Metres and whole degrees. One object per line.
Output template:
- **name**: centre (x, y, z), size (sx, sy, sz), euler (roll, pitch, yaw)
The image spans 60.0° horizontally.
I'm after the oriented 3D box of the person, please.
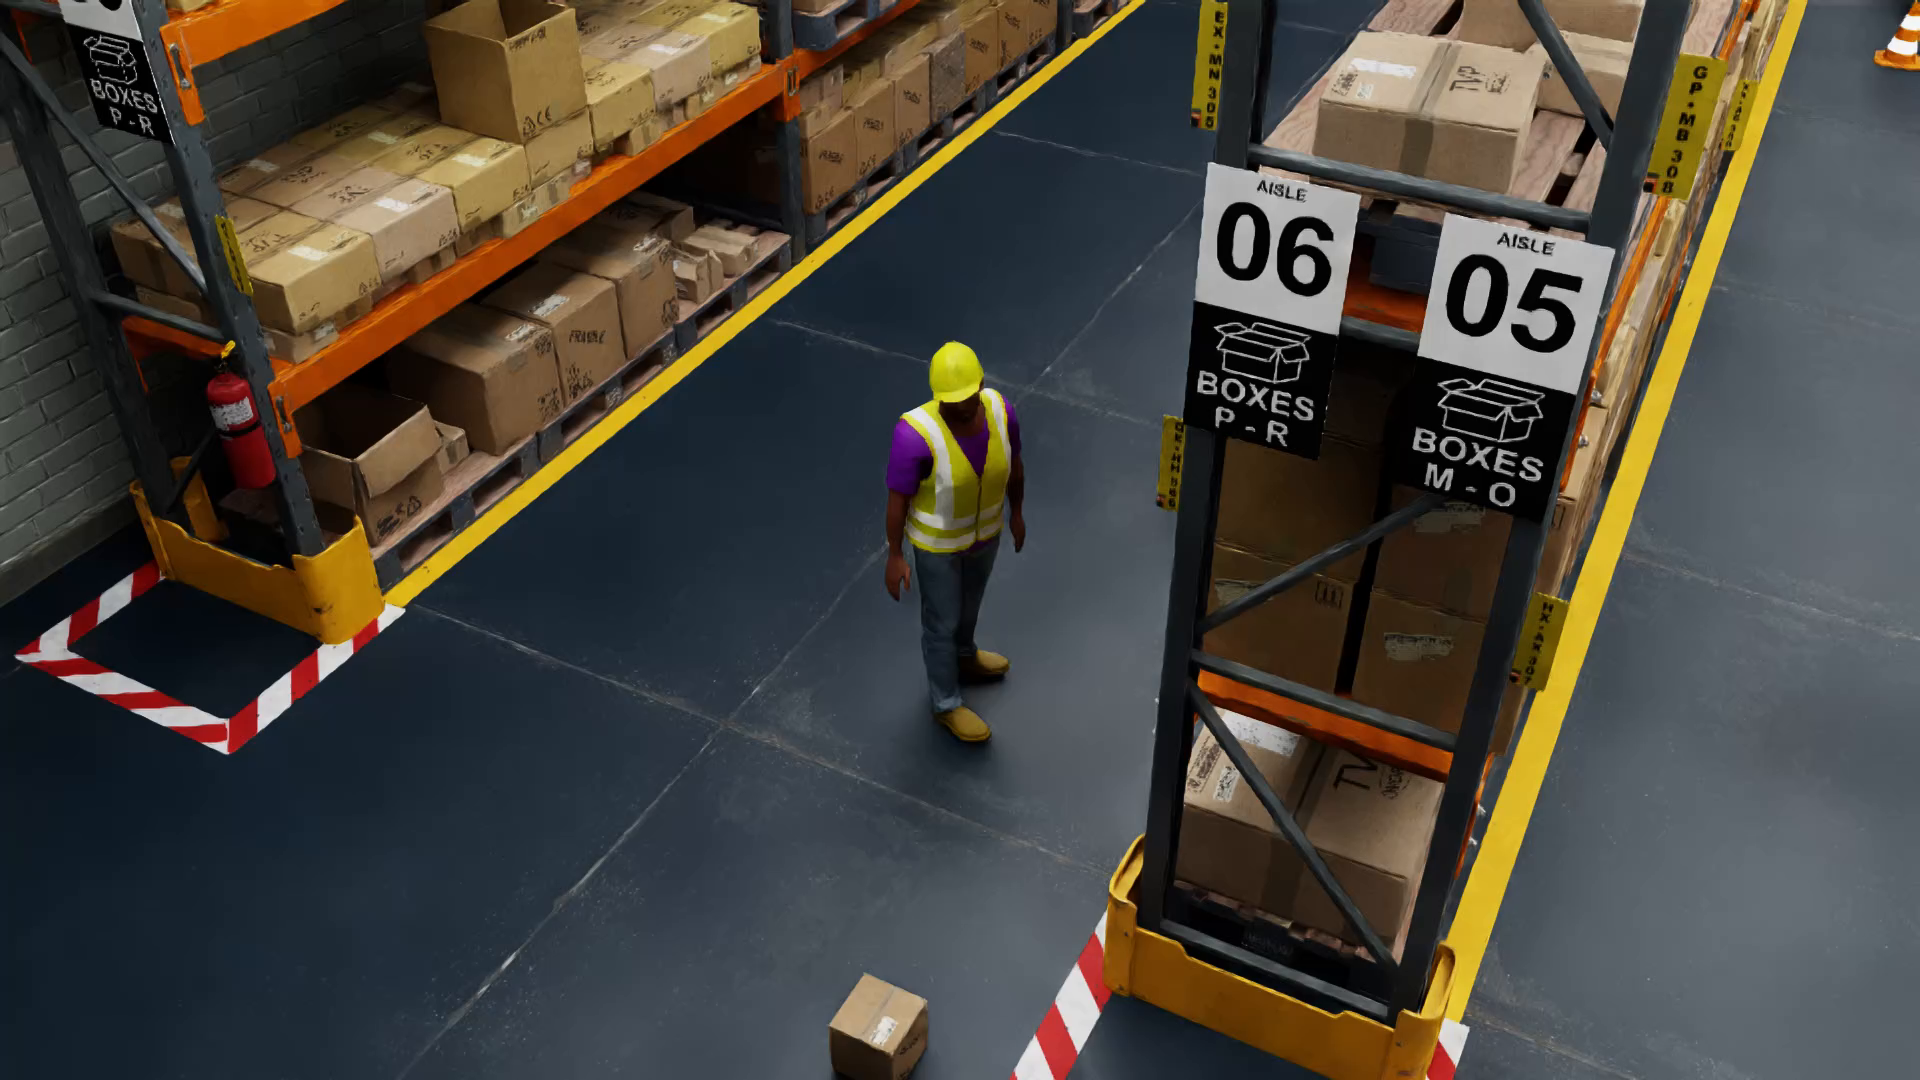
- **person**: centre (0.008, 0.007, 6.681), size (0.675, 1.763, 0.572), euler (-25, 44, -29)
